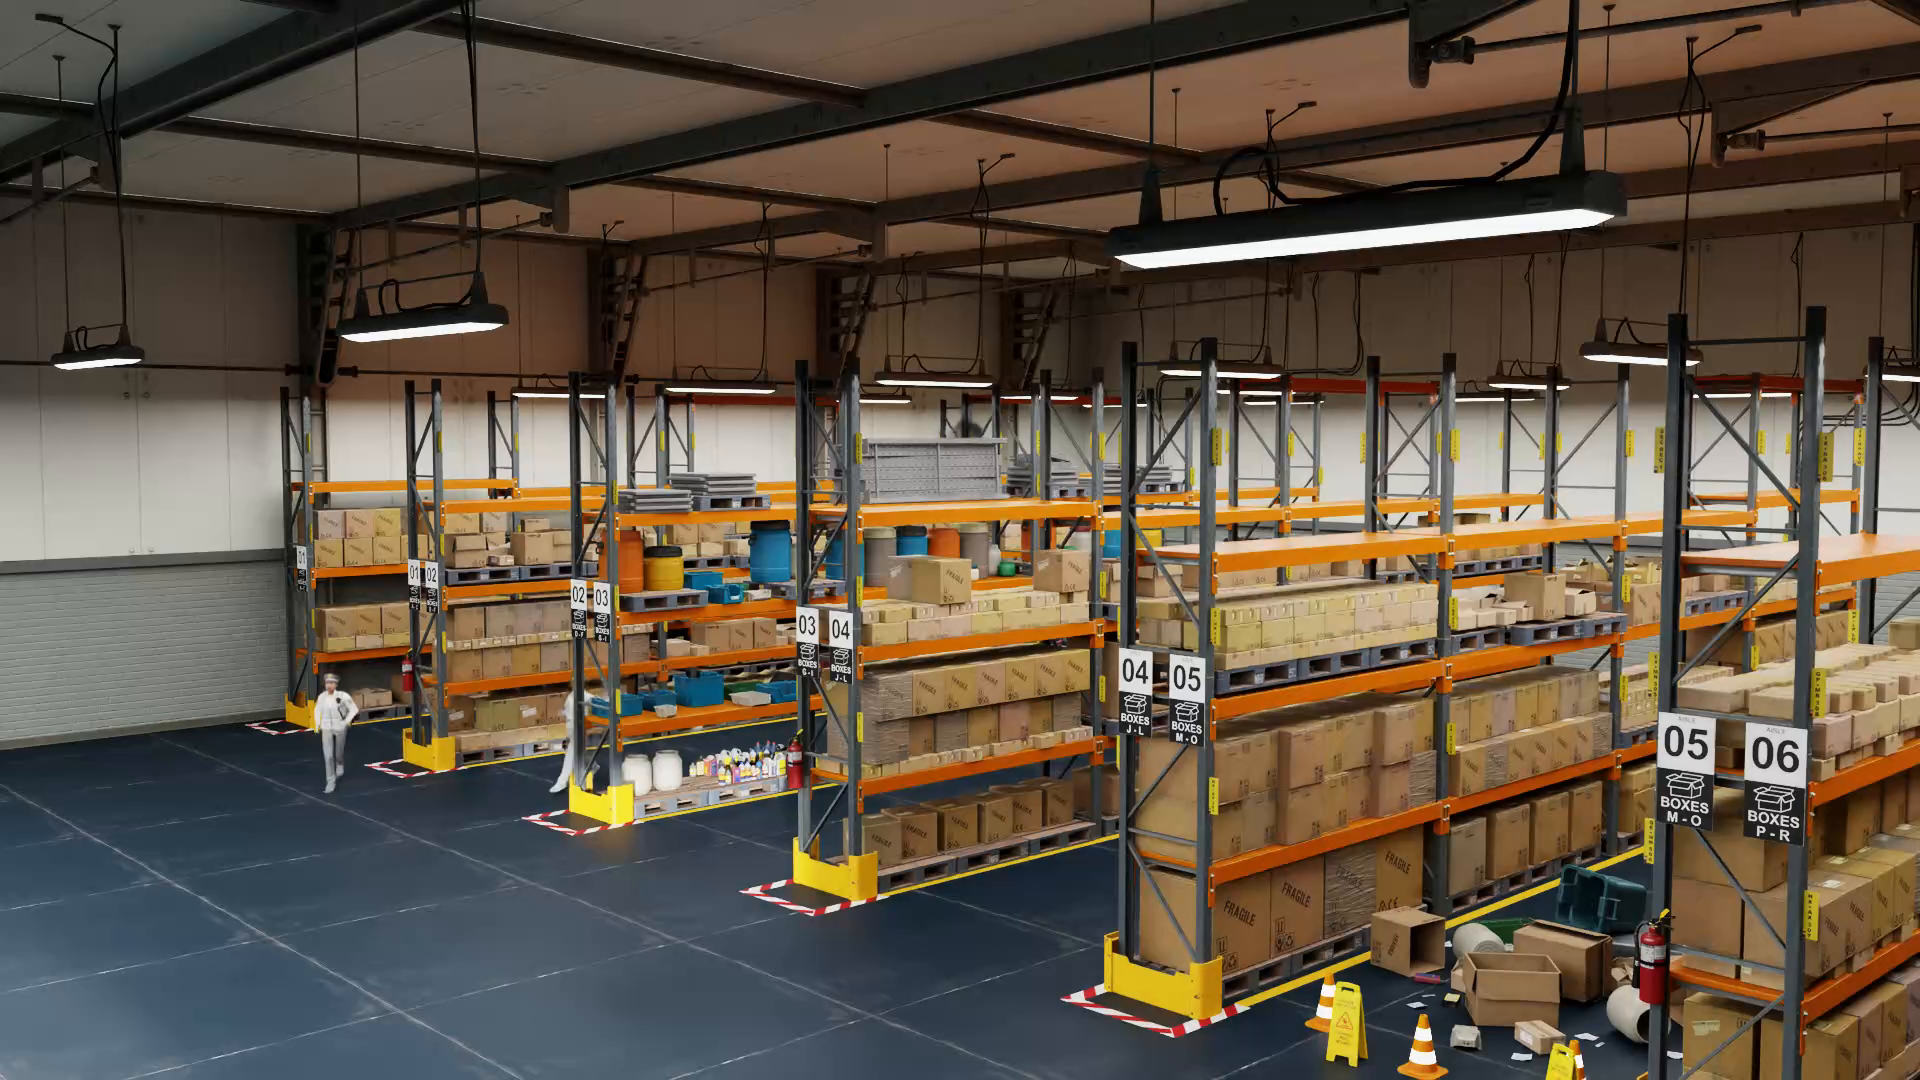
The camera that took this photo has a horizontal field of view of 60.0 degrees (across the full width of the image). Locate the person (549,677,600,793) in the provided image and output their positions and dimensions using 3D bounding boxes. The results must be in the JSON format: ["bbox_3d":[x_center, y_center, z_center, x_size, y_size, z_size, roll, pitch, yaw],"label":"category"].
[{"bbox_3d":[-5.597,2.766,24.205,0.624,1.664,1.000,3,5,41],"label":"person"}]

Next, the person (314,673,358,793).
[{"bbox_3d":[-9.110,2.774,24.287,0.631,1.710,0.773,0,4,-7],"label":"person"}]
